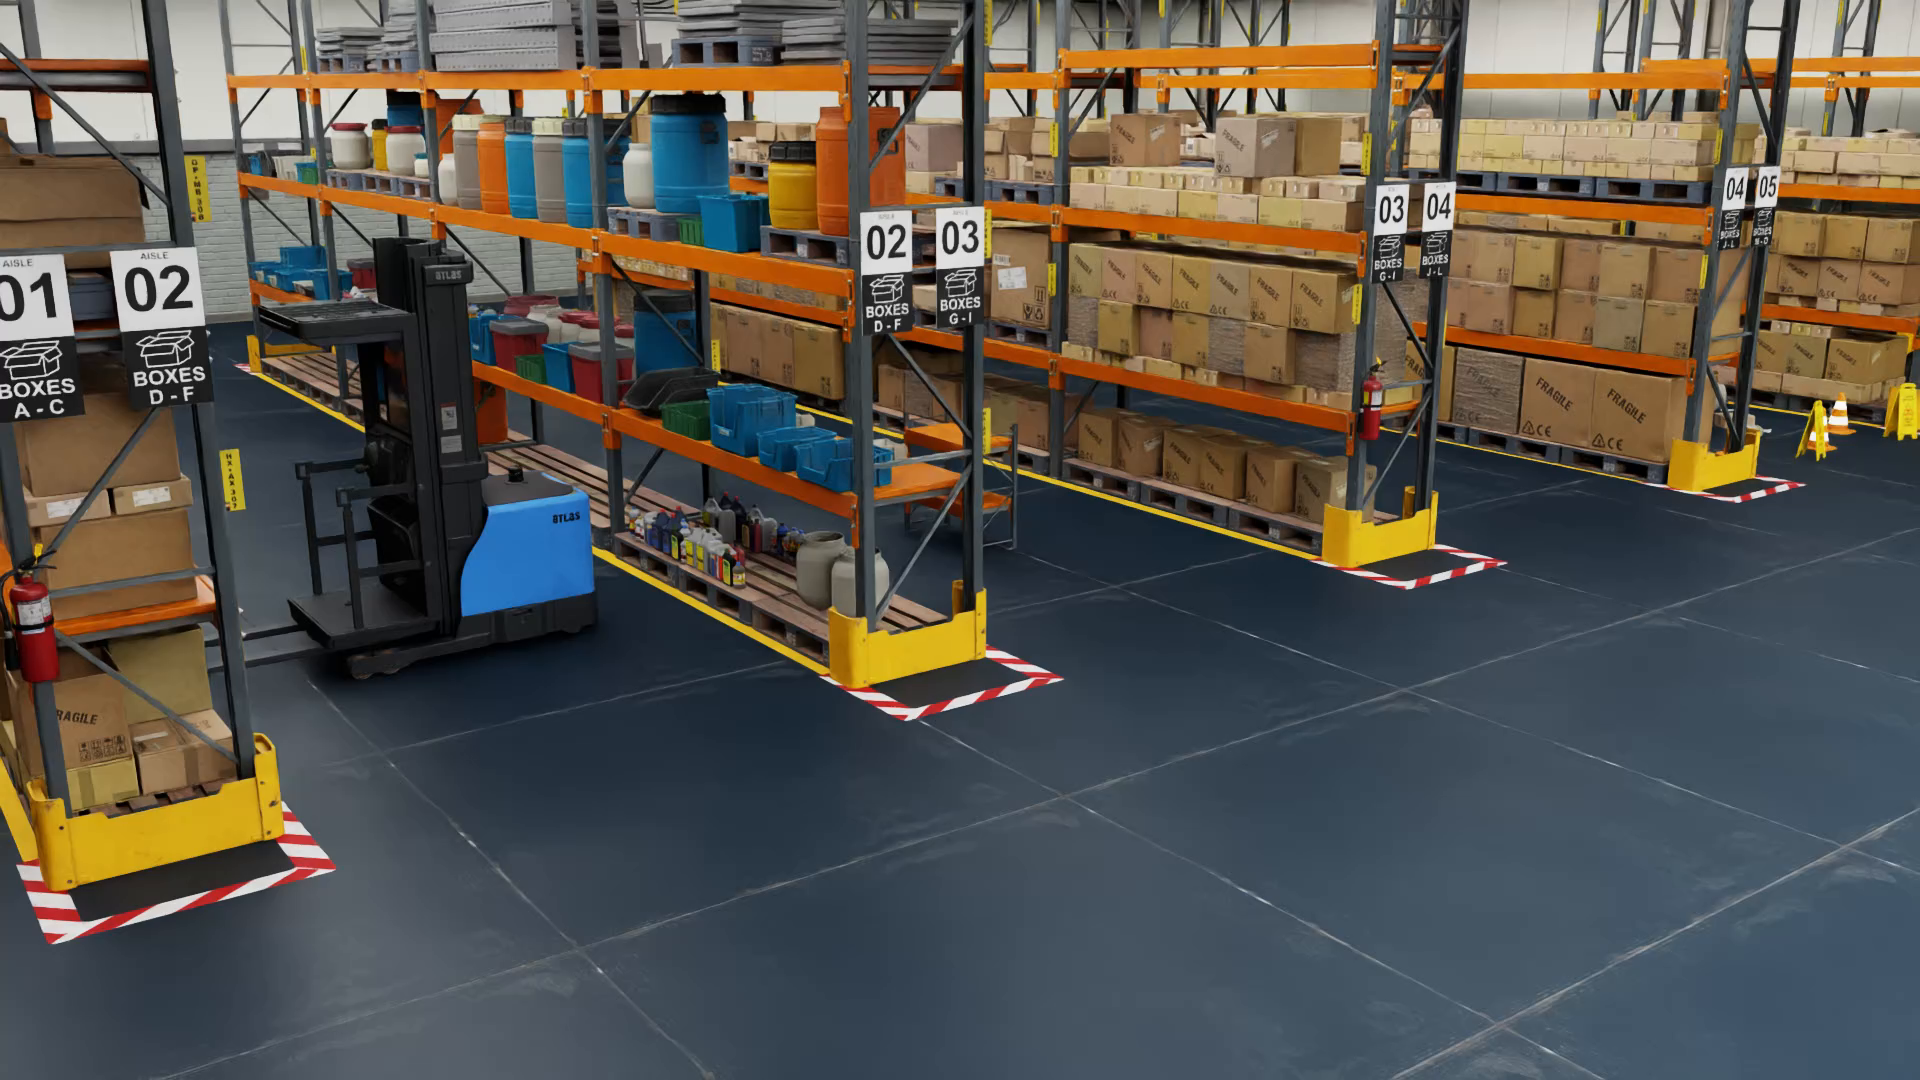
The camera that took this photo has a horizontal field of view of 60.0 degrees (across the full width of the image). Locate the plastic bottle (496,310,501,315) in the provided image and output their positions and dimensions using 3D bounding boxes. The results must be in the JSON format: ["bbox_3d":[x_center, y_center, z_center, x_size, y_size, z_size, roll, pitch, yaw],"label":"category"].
[{"bbox_3d":[-5.130,-2.414,18.436,0.061,0.283,0.133,-11,19,-35],"label":"plastic bottle"}]

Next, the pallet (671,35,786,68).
[{"bbox_3d":[-1.400,-3.574,12.203,1.003,0.211,1.213,-11,19,-35],"label":"pallet"}]

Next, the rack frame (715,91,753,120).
[{"bbox_3d":[-3.326,-6.767,22.755,1.000,3.000,0.127,-11,19,-35],"label":"rack frame"}]

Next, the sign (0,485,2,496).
[{"bbox_3d":[-4.733,-0.366,8.089,0.100,0.325,0.005,-11,19,-35],"label":"sign"}]

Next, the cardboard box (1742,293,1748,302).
[{"bbox_3d":[10.235,-3.141,21.347,0.380,0.149,0.250,-11,19,-35],"label":"cardboard box"}]

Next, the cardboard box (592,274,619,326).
[{"bbox_3d":[-5.237,-3.781,26.439,0.875,0.875,0.875,-11,19,-35],"label":"cardboard box"}]

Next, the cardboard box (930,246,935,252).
[{"bbox_3d":[-0.276,-4.742,27.196,0.380,0.149,0.250,-12,19,-37],"label":"cardboard box"}]

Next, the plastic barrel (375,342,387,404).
[{"bbox_3d":[-7.026,-2.177,20.526,0.600,0.901,0.708,-11,19,-35],"label":"plastic barrel"}]

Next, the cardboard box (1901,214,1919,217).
[{"bbox_3d":[14.317,-4.800,24.950,0.380,0.149,0.250,-11,19,-36],"label":"cardboard box"}]

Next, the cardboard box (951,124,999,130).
[{"bbox_3d":[0.098,-4.477,18.932,0.500,0.500,0.500,-10,18,-34],"label":"cardboard box"}]

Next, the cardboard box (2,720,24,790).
[{"bbox_3d":[-5.144,1.176,9.512,0.500,0.250,0.500,-11,19,-35],"label":"cardboard box"}]

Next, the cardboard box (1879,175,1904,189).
[{"bbox_3d":[11.137,-4.256,19.738,0.380,0.149,0.250,-11,19,-34],"label":"cardboard box"}]

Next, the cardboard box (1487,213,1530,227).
[{"bbox_3d":[8.037,-4.490,24.249,0.500,0.500,0.500,-12,19,-37],"label":"cardboard box"}]

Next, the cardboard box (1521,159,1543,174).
[{"bbox_3d":[6.283,-4.035,17.945,0.380,0.149,0.250,-11,19,-34],"label":"cardboard box"}]

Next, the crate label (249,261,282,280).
[{"bbox_3d":[-9.805,-3.803,23.494,0.416,0.233,0.303,-11,19,-35],"label":"crate label"}]

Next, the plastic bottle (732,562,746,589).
[{"bbox_3d":[-1.711,0.271,12.872,0.097,0.201,0.097,0,15,0],"label":"plastic bottle"}]

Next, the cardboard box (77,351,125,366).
[{"bbox_3d":[-5.192,-0.780,9.598,0.700,0.500,0.500,-11,19,-34],"label":"cardboard box"}]

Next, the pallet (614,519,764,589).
[{"bbox_3d":[-2.267,0.098,14.318,1.003,0.211,1.213,-11,19,-35],"label":"pallet"}]

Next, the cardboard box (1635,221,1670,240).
[{"bbox_3d":[9.477,-4.250,22.275,0.700,0.500,0.500,-11,19,-35],"label":"cardboard box"}]

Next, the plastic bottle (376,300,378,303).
[{"bbox_3d":[-6.688,-2.640,19.274,0.152,0.276,0.135,-11,19,-35],"label":"plastic bottle"}]

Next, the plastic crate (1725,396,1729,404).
[{"bbox_3d":[9.654,-1.833,21.622,0.583,0.080,0.402,10,18,33],"label":"plastic crate"}]

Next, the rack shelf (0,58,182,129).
[{"bbox_3d":[-5.462,-2.555,9.486,1.077,0.370,4.000,-11,19,-35],"label":"rack shelf"}]

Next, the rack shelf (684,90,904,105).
[{"bbox_3d":[-2.150,-5.800,21.343,1.077,0.370,4.000,-11,19,-35],"label":"rack shelf"}]

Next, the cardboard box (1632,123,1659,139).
[{"bbox_3d":[7.032,-4.148,16.848,0.380,0.149,0.250,-10,18,-34],"label":"cardboard box"}]

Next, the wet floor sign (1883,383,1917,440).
[{"bbox_3d":[10.992,-1.507,19.361,0.267,0.644,0.232,-4,16,-15],"label":"wet floor sign"}]

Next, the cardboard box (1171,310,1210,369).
[{"bbox_3d":[2.494,-1.935,15.711,0.875,0.500,0.500,-11,19,-35],"label":"cardboard box"}]

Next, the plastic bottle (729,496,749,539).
[{"bbox_3d":[-1.904,-0.197,14.300,0.144,0.351,0.185,-12,19,-37],"label":"plastic bottle"}]

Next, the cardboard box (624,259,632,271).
[{"bbox_3d":[-4.831,-4.151,25.038,0.380,0.149,0.250,-11,19,-36],"label":"cardboard box"}]

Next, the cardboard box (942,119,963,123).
[{"bbox_3d":[-0.060,-6.629,26.515,0.380,0.149,0.250,-10,18,-33],"label":"cardboard box"}]

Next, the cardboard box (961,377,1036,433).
[{"bbox_3d":[0.440,-1.531,18.888,0.700,0.500,0.500,-13,20,-39],"label":"cardboard box"}]

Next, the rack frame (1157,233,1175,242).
[{"bbox_3d":[3.097,-3.768,23.161,1.000,3.000,0.127,-11,19,-35],"label":"rack frame"}]

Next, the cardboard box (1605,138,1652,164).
[{"bbox_3d":[6.994,-3.996,17.049,0.500,0.250,0.500,-11,19,-34],"label":"cardboard box"}]

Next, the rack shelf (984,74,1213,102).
[{"bbox_3d":[1.921,-6.549,24.077,1.077,0.370,4.000,-11,19,-35],"label":"rack shelf"}]

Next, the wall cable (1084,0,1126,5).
[{"bbox_3d":[4.068,-14.017,38.710,2.988,3.039,0.133,-11,19,-35],"label":"wall cable"}]

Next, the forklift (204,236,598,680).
[{"bbox_3d":[-4.226,-0.603,11.727,3.031,2.935,1.130,-11,19,-35],"label":"forklift"}]

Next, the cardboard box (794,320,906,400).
[{"bbox_3d":[-1.363,-2.348,21.202,1.225,0.875,0.875,-12,19,-37],"label":"cardboard box"}]

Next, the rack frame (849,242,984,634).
[{"bbox_3d":[-0.277,-0.543,11.376,1.000,3.000,0.127,-11,19,-35],"label":"rack frame"}]

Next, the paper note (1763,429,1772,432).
[{"bbox_3d":[9.580,-1.310,19.806,0.142,0.019,0.148,10,18,33],"label":"paper note"}]

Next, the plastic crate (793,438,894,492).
[{"bbox_3d":[-0.813,-0.531,11.617,0.499,0.251,0.616,-11,19,-35],"label":"plastic crate"}]

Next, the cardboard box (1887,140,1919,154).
[{"bbox_3d":[11.187,-4.647,19.657,0.380,0.149,0.250,-10,18,-34],"label":"cardboard box"}]

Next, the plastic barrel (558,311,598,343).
[{"bbox_3d":[-3.700,-1.950,16.260,0.433,0.535,0.433,0,15,0],"label":"plastic barrel"}]

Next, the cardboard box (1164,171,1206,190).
[{"bbox_3d":[2.117,-3.342,15.453,0.380,0.149,0.250,-11,19,-36],"label":"cardboard box"}]

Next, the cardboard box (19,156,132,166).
[{"bbox_3d":[-5.041,-1.937,9.538,0.500,0.500,0.500,-11,19,-35],"label":"cardboard box"}]

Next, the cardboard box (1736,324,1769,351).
[{"bbox_3d":[10.150,-2.550,21.705,0.500,0.500,0.500,-10,18,-32],"label":"cardboard box"}]

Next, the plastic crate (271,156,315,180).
[{"bbox_3d":[-8.631,-4.828,21.575,0.437,0.282,0.530,-11,19,-35],"label":"plastic crate"}]

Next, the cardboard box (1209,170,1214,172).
[{"bbox_3d":[2.582,-3.427,15.762,0.380,0.149,0.250,-10,18,-32],"label":"cardboard box"}]

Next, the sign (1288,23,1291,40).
[{"bbox_3d":[6.812,-10.540,34.469,0.100,0.325,0.005,-11,19,-35],"label":"sign"}]

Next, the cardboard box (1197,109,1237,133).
[{"bbox_3d":[4.514,-7.316,29.268,0.500,0.500,0.500,-10,18,-34],"label":"cardboard box"}]

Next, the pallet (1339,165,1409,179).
[{"bbox_3d":[4.870,-4.456,20.357,0.805,0.209,1.217,-12,19,-37],"label":"pallet"}]

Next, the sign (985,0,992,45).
[{"bbox_3d":[0.171,-3.420,10.921,0.100,0.325,0.005,-11,19,-35],"label":"sign"}]

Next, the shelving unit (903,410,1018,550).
[{"bbox_3d":[-0.004,-0.544,14.933,0.538,1.125,1.048,-11,19,-35],"label":"shelving unit"}]

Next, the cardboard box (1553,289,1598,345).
[{"bbox_3d":[6.978,-2.457,18.088,0.875,0.550,0.550,-11,19,-35],"label":"cardboard box"}]

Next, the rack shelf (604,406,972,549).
[{"bbox_3d":[-1.453,-0.623,13.032,1.077,0.370,4.000,-11,19,-35],"label":"rack shelf"}]

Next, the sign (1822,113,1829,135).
[{"bbox_3d":[12.973,-6.237,24.923,0.100,0.325,0.005,-11,19,-35],"label":"sign"}]

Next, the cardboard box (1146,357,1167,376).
[{"bbox_3d":[2.016,-1.689,16.040,0.380,0.149,0.250,-11,19,-35],"label":"cardboard box"}]

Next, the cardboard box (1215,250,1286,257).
[{"bbox_3d":[2.744,-2.465,15.754,0.500,0.500,0.500,-11,19,-35],"label":"cardboard box"}]
